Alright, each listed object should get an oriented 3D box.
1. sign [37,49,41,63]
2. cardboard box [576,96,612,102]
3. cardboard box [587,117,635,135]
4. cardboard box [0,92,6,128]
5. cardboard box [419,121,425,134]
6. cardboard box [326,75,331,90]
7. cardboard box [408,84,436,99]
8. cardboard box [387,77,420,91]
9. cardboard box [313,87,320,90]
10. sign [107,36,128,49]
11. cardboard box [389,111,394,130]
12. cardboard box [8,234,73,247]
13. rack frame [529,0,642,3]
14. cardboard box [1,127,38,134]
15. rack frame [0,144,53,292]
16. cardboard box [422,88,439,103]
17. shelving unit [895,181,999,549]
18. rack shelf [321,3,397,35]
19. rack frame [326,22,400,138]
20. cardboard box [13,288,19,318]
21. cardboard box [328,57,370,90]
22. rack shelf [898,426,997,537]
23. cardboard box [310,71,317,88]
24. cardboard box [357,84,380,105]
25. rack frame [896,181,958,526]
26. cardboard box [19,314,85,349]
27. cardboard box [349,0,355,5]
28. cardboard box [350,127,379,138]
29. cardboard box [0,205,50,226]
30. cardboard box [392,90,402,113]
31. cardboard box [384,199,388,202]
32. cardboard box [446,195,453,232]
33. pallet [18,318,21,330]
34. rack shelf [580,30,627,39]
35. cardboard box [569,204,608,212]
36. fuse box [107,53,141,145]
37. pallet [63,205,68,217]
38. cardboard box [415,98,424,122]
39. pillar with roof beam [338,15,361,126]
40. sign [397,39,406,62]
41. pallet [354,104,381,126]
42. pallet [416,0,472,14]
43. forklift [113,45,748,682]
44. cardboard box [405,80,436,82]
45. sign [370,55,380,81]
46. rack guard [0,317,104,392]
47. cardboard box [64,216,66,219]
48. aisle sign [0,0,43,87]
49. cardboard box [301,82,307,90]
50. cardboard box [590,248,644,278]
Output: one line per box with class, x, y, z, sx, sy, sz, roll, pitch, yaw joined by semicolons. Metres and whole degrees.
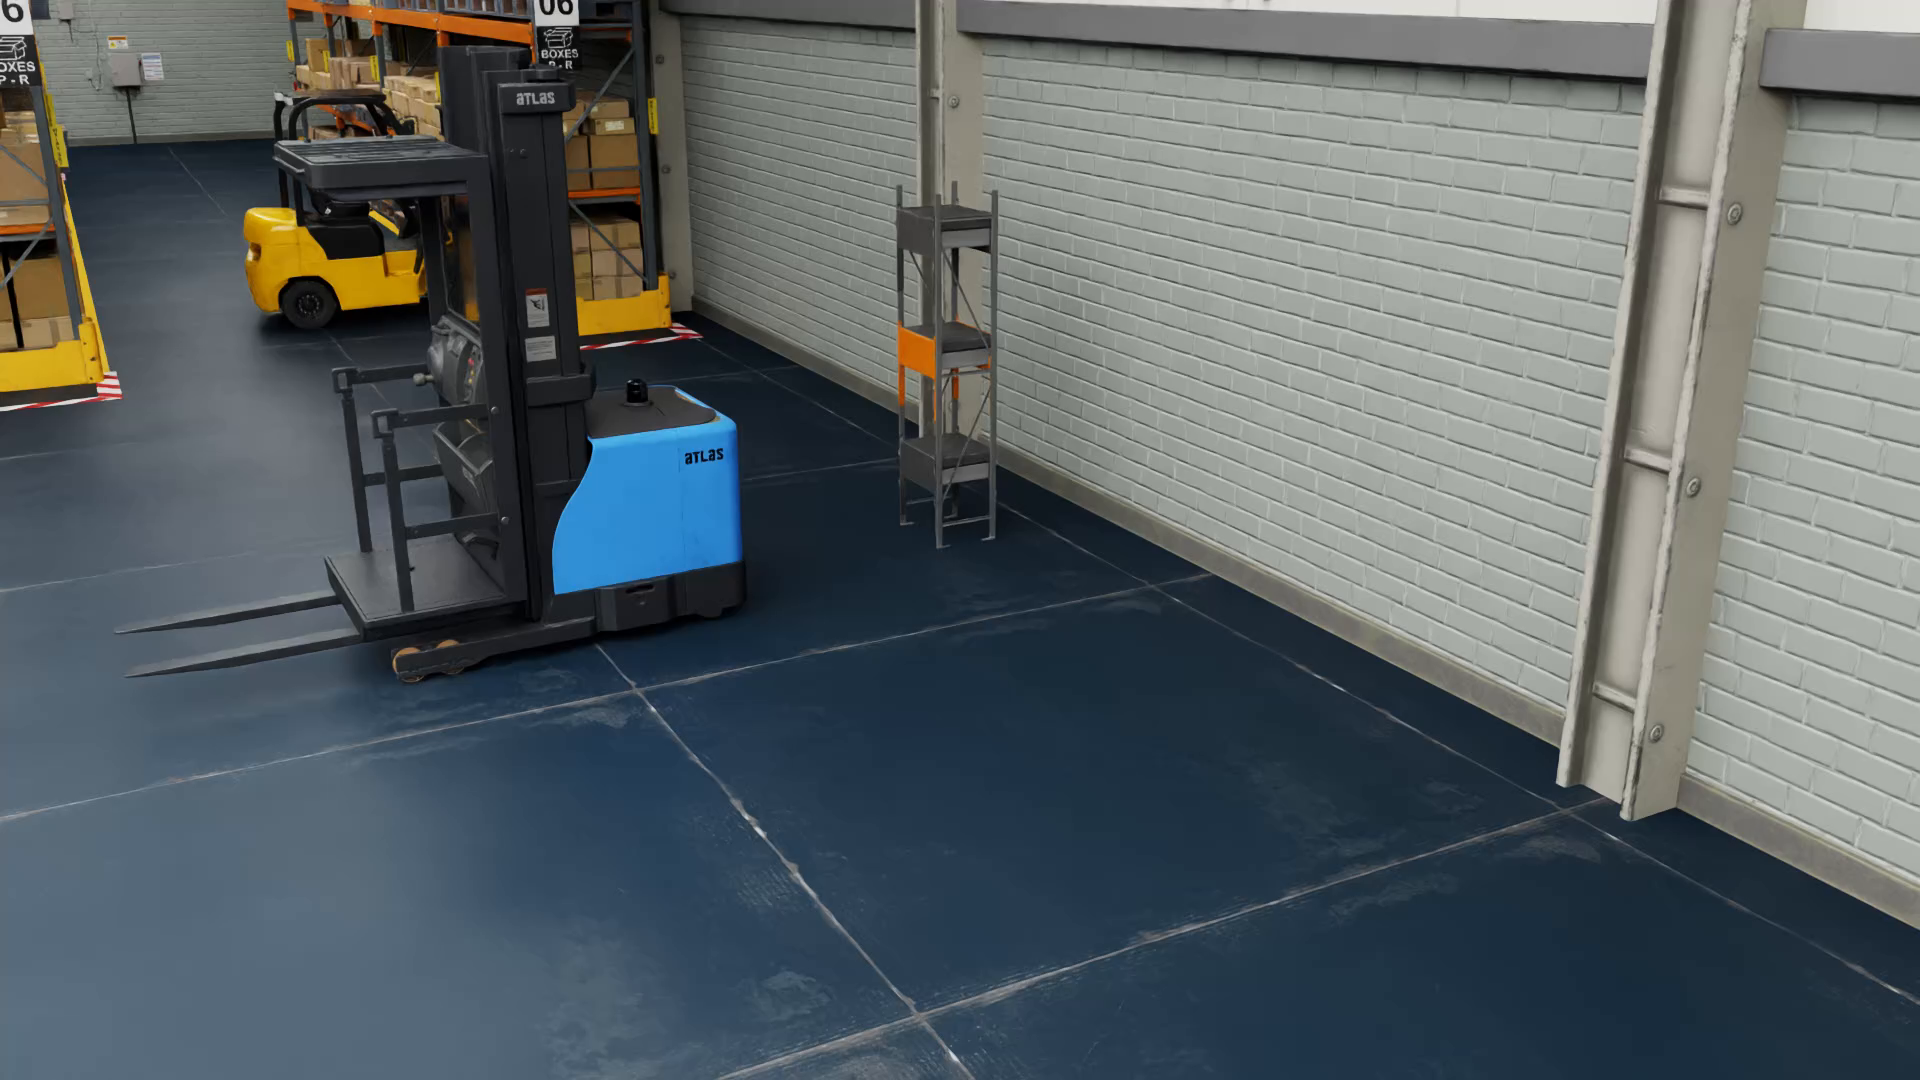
sign;-12.976;-6.724;23.365;0.100;0.325;0.005;-10;21;-27
cardboard box;-3.588;-4.230;16.188;0.380;0.149;0.250;-10;21;-26
cardboard box;-3.316;-3.944;15.814;0.380;0.149;0.250;-11;22;-28
cardboard box;-8.866;-3.897;14.685;0.700;0.500;0.500;-10;21;-27
cardboard box;-6.205;-4.924;20.034;0.500;0.250;0.500;-10;21;-26
cardboard box;-9.538;-7.075;25.810;0.500;0.250;0.500;-9;21;-25
cardboard box;-6.468;-5.444;20.163;0.380;0.149;0.250;-11;22;-28
cardboard box;-7.163;-5.889;21.452;0.380;0.149;0.250;-9;21;-25
cardboard box;-10.356;-7.340;27.188;0.380;0.149;0.250;-9;21;-25
sign;-16.275;-9.615;32.132;0.339;0.242;0.001;-10;21;-27
cardboard box;-7.187;-5.513;21.738;0.500;0.250;0.500;-10;21;-26
cardboard box;-8.385;-2.511;15.232;0.500;0.500;0.500;-10;21;-26
rack frame;-3.384;-6.288;14.559;1.000;3.000;0.127;-10;21;-27
cardboard box;-8.223;-3.343;14.612;0.500;0.500;0.500;-10;22;-28
rack frame;-7.747;-2.683;13.307;0.949;2.616;0.053;-10;21;-27
cardboard box;-6.091;-5.223;19.520;0.380;0.149;0.250;-11;22;-28
shelving unit;-0.079;-1.040;9.927;0.431;2.100;0.503;-10;21;-27
rack shelf;-8.132;-7.401;23.484;1.077;0.370;4.000;-10;21;-27
rack frame;-9.082;-6.897;25.520;1.000;3.000;0.127;-10;21;-27
cardboard box;-9.089;-2.215;15.522;0.500;0.250;0.500;-10;22;-27
cardboard box;-9.049;-6.969;24.933;0.700;0.500;0.500;-9;21;-25
rack shelf;-0.079;-0.365;10.159;0.431;0.518;0.480;-10;21;-27
cardboard box;-10.258;-7.510;27.070;0.500;0.250;0.500;-11;22;-28
cardboard box;-7.968;-6.129;22.881;0.500;0.250;0.500;-11;22;-29
rack frame;-0.195;-1.110;10.130;0.400;2.100;0.015;-10;21;-27
cardboard box;-7.890;-1.855;14.481;0.500;0.250;0.500;-10;21;-27
cardboard box;-8.117;-7.493;22.880;0.500;0.250;0.500;-10;21;-27
cardboard box;-8.980;-6.150;25.093;0.380;0.149;0.250;-11;22;-29
cardboard box;-7.729;-2.693;13.722;0.380;0.149;0.250;-10;21;-26
cardboard box;-6.950;-5.605;21.240;0.500;0.250;0.500;-9;21;-25
cardboard box;-7.801;-4.999;23.208;0.500;0.500;0.500;-10;22;-27
cardboard box;-5.541;-3.824;19.613;0.875;0.625;0.625;-9;21;-24
pallet;-8.716;-1.974;15.529;1.003;0.211;1.213;-10;21;-27
rack shelf;-4.333;-5.172;16.806;0.831;0.071;3.687;-10;21;-27
cardboard box;-3.914;-3.279;17.074;0.500;0.250;0.500;-10;21;-27
fuse box;-16.128;-8.565;32.329;0.539;1.711;0.414;-10;21;-27
pallet;-12.432;-4.248;22.120;1.003;0.211;1.213;-10;21;-27
cardboard box;-6.230;-5.161;19.954;0.500;0.250;0.500;-10;21;-26
pillar with roof beam;-15.257;-11.128;28.585;9.100;9.000;0.400;-10;21;-27
sign;-8.595;-7.531;25.583;0.100;0.325;0.005;-10;21;-27
pallet;-7.566;-5.842;22.756;1.213;0.211;1.003;-10;21;-27
pallet;-5.713;-6.179;19.135;0.805;0.209;1.217;-11;22;-29
forklift;-2.685;-0.887;8.209;3.031;2.935;1.130;-11;22;-28
cardboard box;-6.737;-5.679;20.842;0.380;0.149;0.250;-10;21;-26
sign;-7.656;-6.172;21.765;0.100;0.325;0.005;-10;21;-27
rack guard;-7.786;-1.522;13.777;1.175;0.500;0.348;-10;21;-27
cardboard box;-9.133;-2.955;16.520;0.500;0.500;0.500;-10;22;-27
aisle sign;-7.448;-3.941;12.969;0.394;0.787;0.004;-10;21;-27
cardboard box;-11.067;-7.790;28.492;0.380;0.149;0.250;-10;21;-27
cardboard box;-3.424;-2.754;16.320;0.500;0.250;0.500;-10;21;-26
